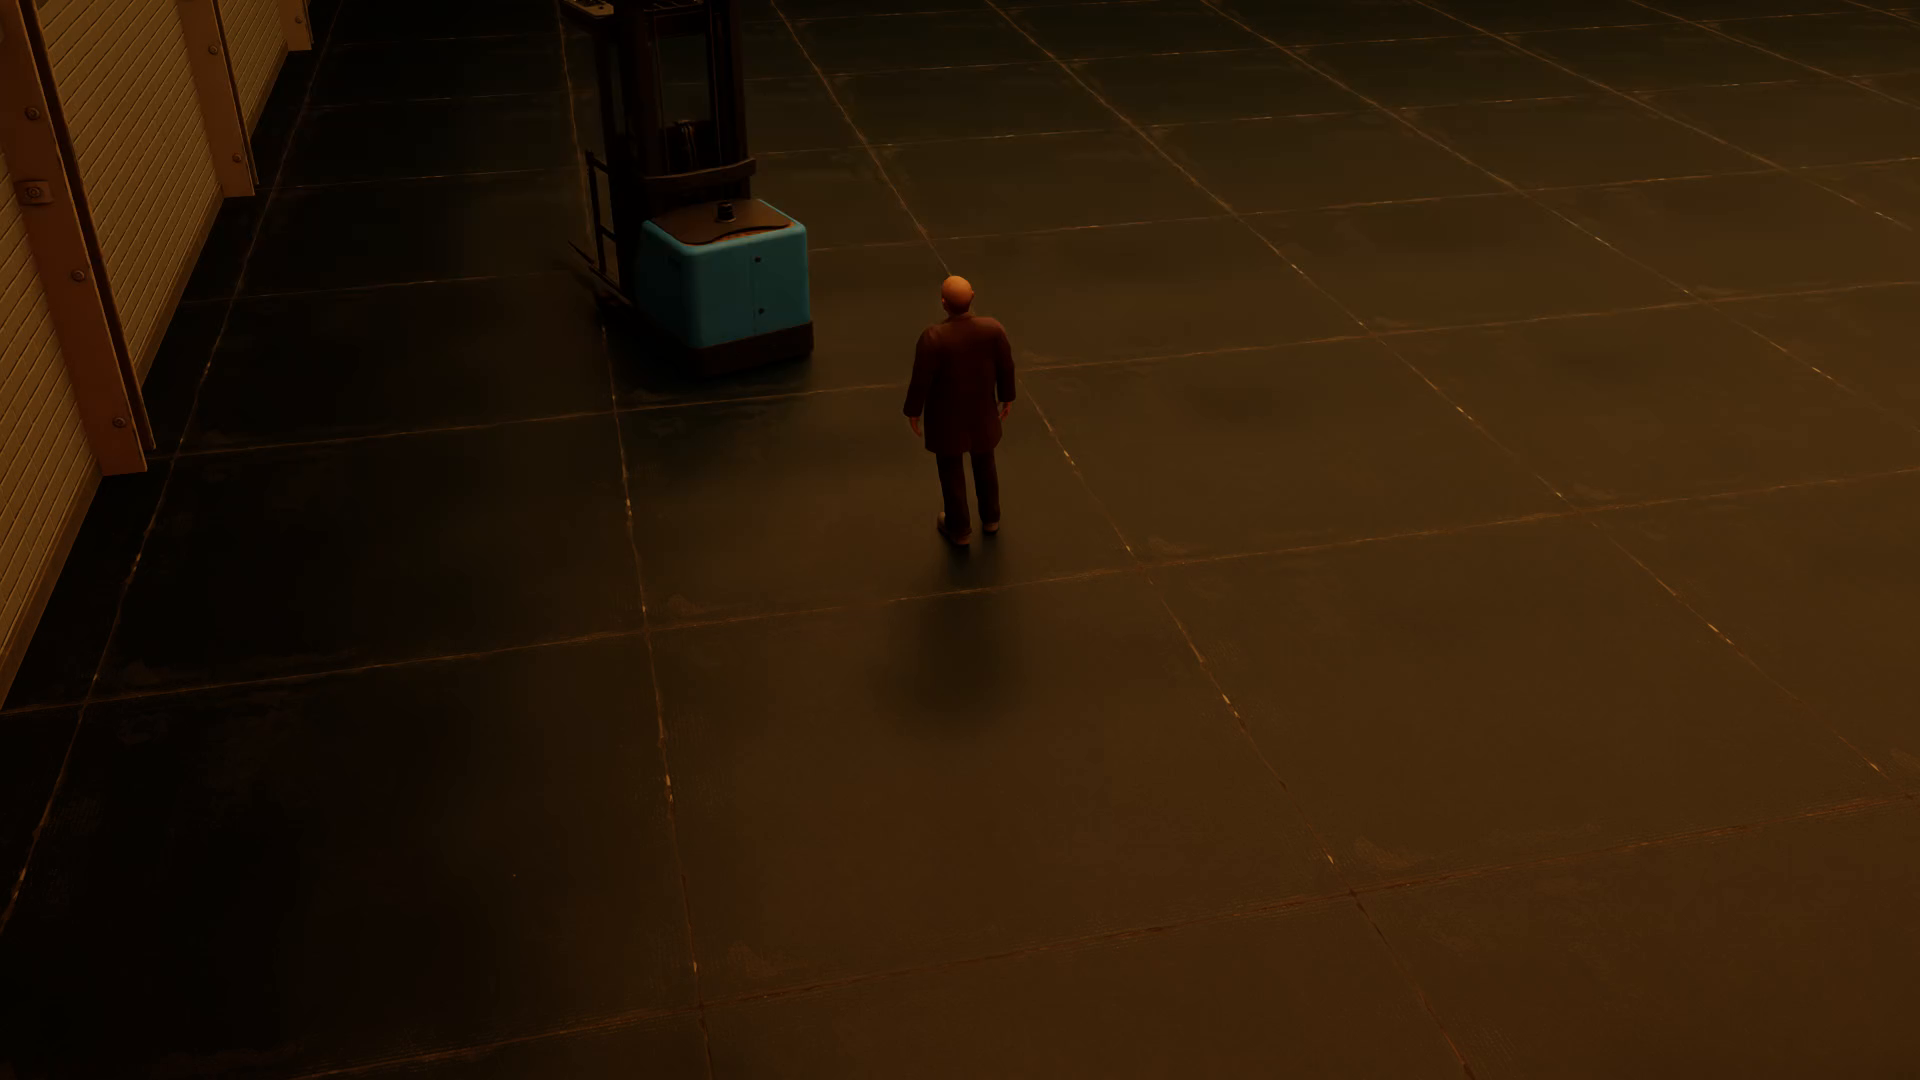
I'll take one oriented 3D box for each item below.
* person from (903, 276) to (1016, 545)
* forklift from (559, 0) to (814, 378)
[{"bbox_3d":[-0.018,-0.821,10.129,0.698,1.777,0.579,-7,31,-12],"label":"person"},{"bbox_3d":[-2.353,-3.177,13.062,1.130,2.935,3.031,-18,35,-28],"label":"forklift"}]
